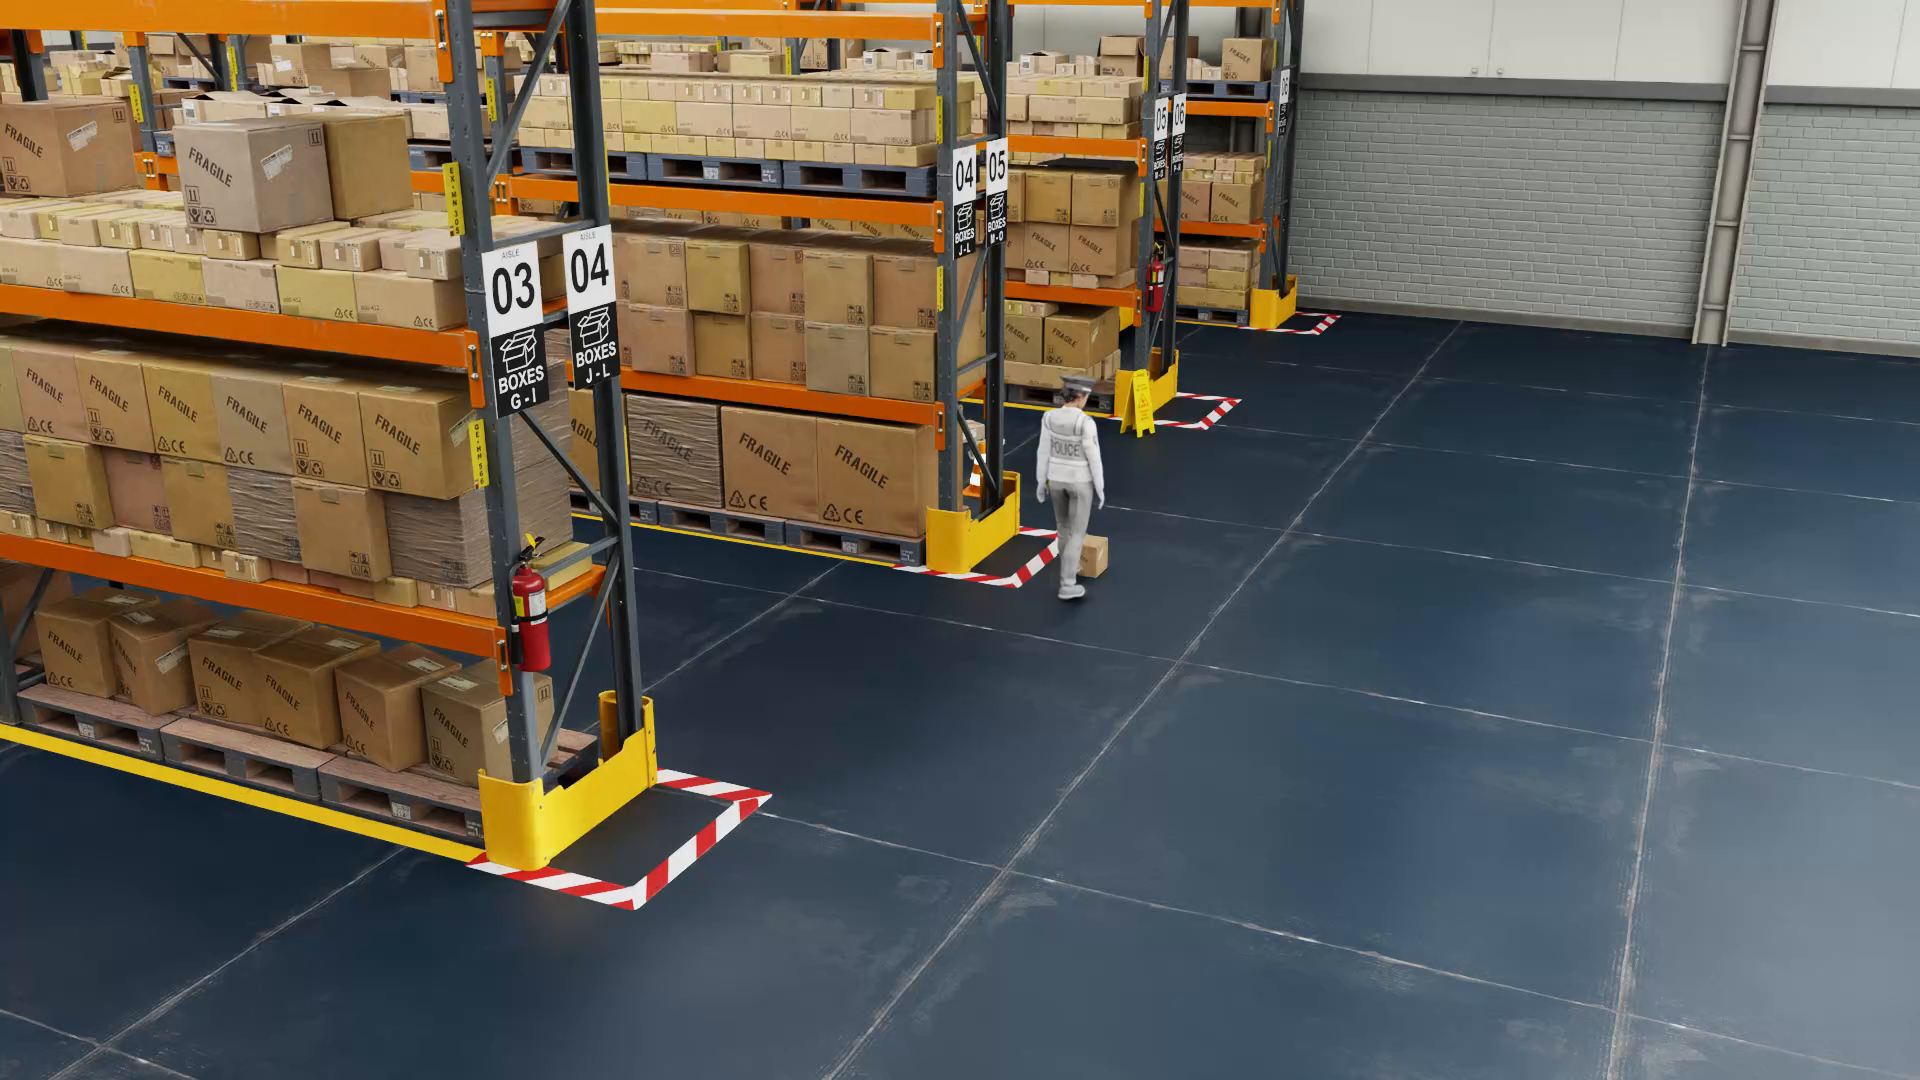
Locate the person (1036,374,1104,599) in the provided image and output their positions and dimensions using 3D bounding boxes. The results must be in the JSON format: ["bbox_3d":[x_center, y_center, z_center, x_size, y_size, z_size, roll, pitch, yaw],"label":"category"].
[{"bbox_3d":[0.863,-0.429,12.258,0.523,1.646,0.714,12,22,30],"label":"person"}]
